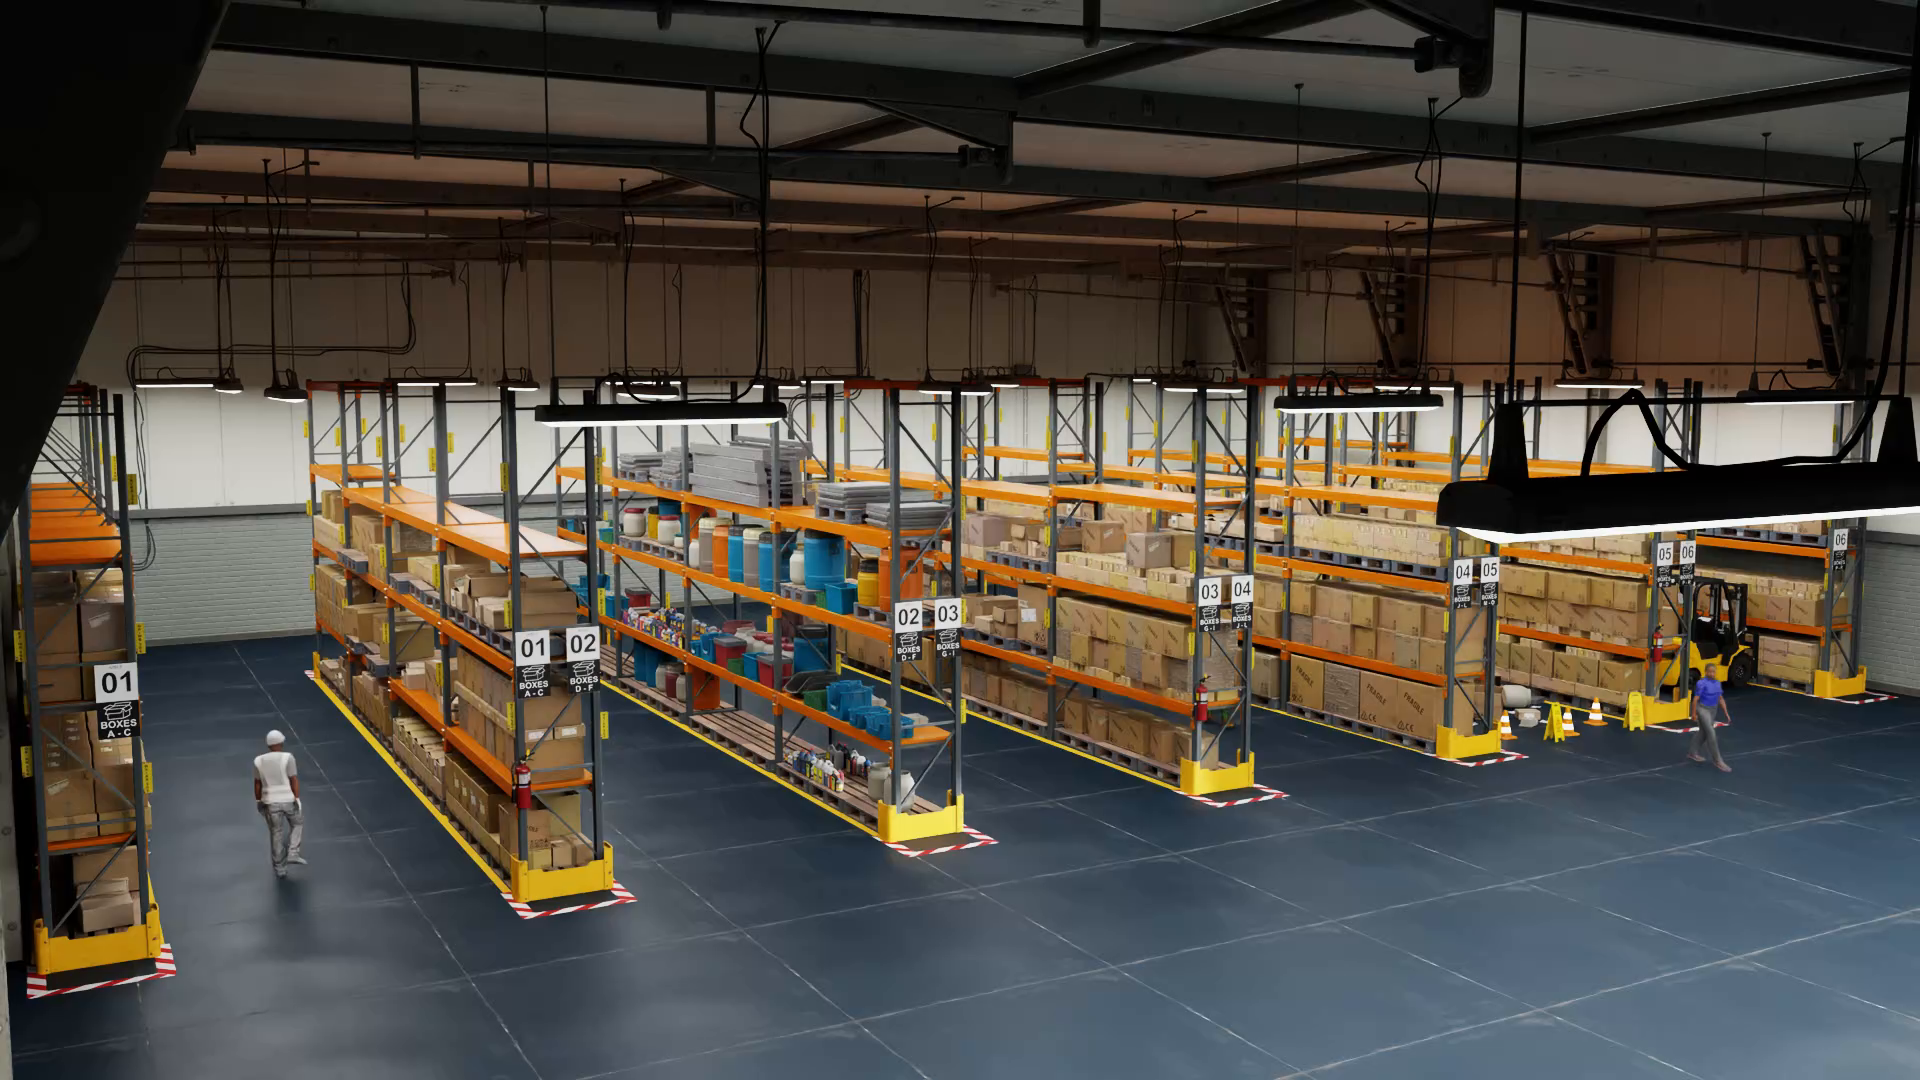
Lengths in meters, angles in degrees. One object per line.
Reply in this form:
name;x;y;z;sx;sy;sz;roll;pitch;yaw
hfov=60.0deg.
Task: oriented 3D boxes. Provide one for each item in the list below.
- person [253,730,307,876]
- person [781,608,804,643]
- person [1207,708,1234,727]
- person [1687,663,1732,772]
person;-8.445;3.249;20.624;0.585;1.772;0.495;-2;6;-16
person;-3.559;1.788;34.474;0.633;1.778;0.586;0;6;-4
person;4.478;2.333;29.161;0.578;1.746;0.877;0;6;-1
person;11.786;2.738;26.104;0.472;1.644;0.849;-3;7;-28
